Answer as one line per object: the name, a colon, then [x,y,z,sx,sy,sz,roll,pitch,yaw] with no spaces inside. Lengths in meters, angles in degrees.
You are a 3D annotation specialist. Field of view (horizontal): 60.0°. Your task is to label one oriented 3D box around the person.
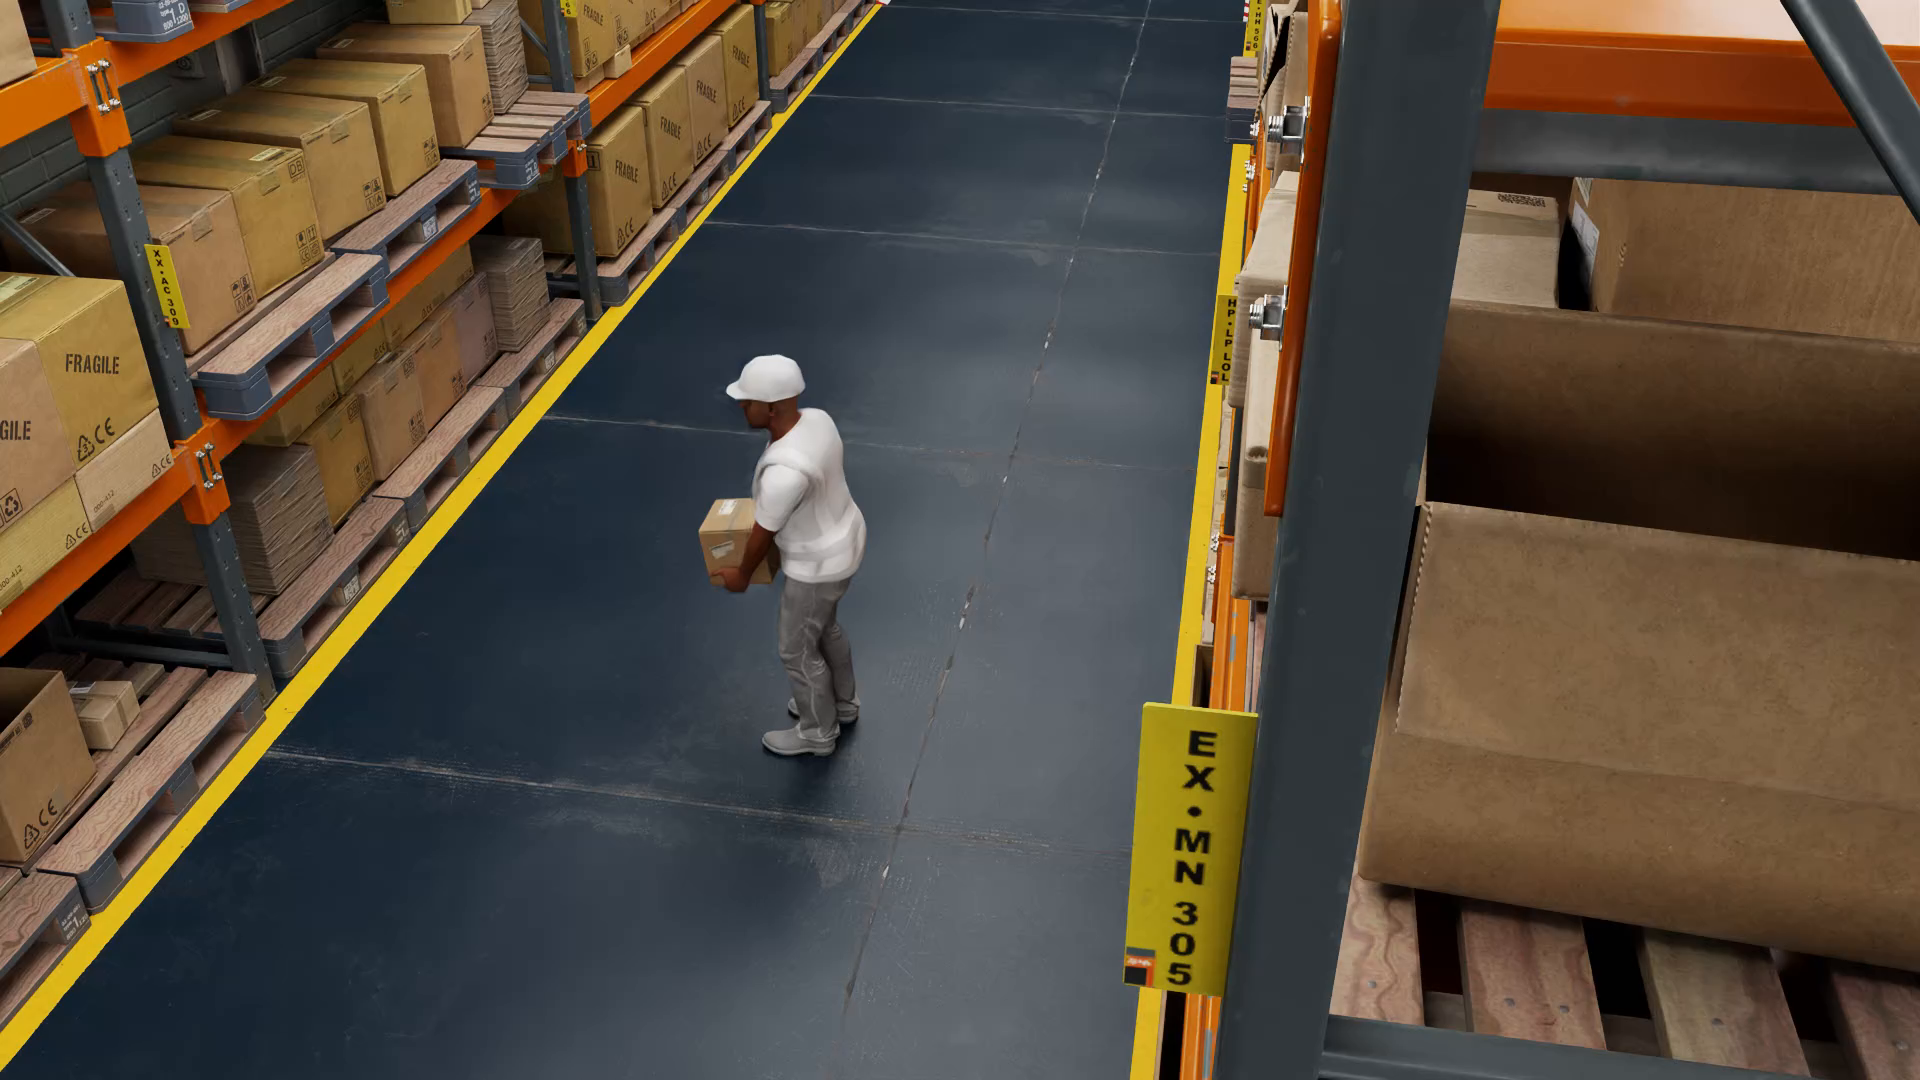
person: [-0.670,0.073,6.517,0.592,1.746,0.501,5,33,7]
